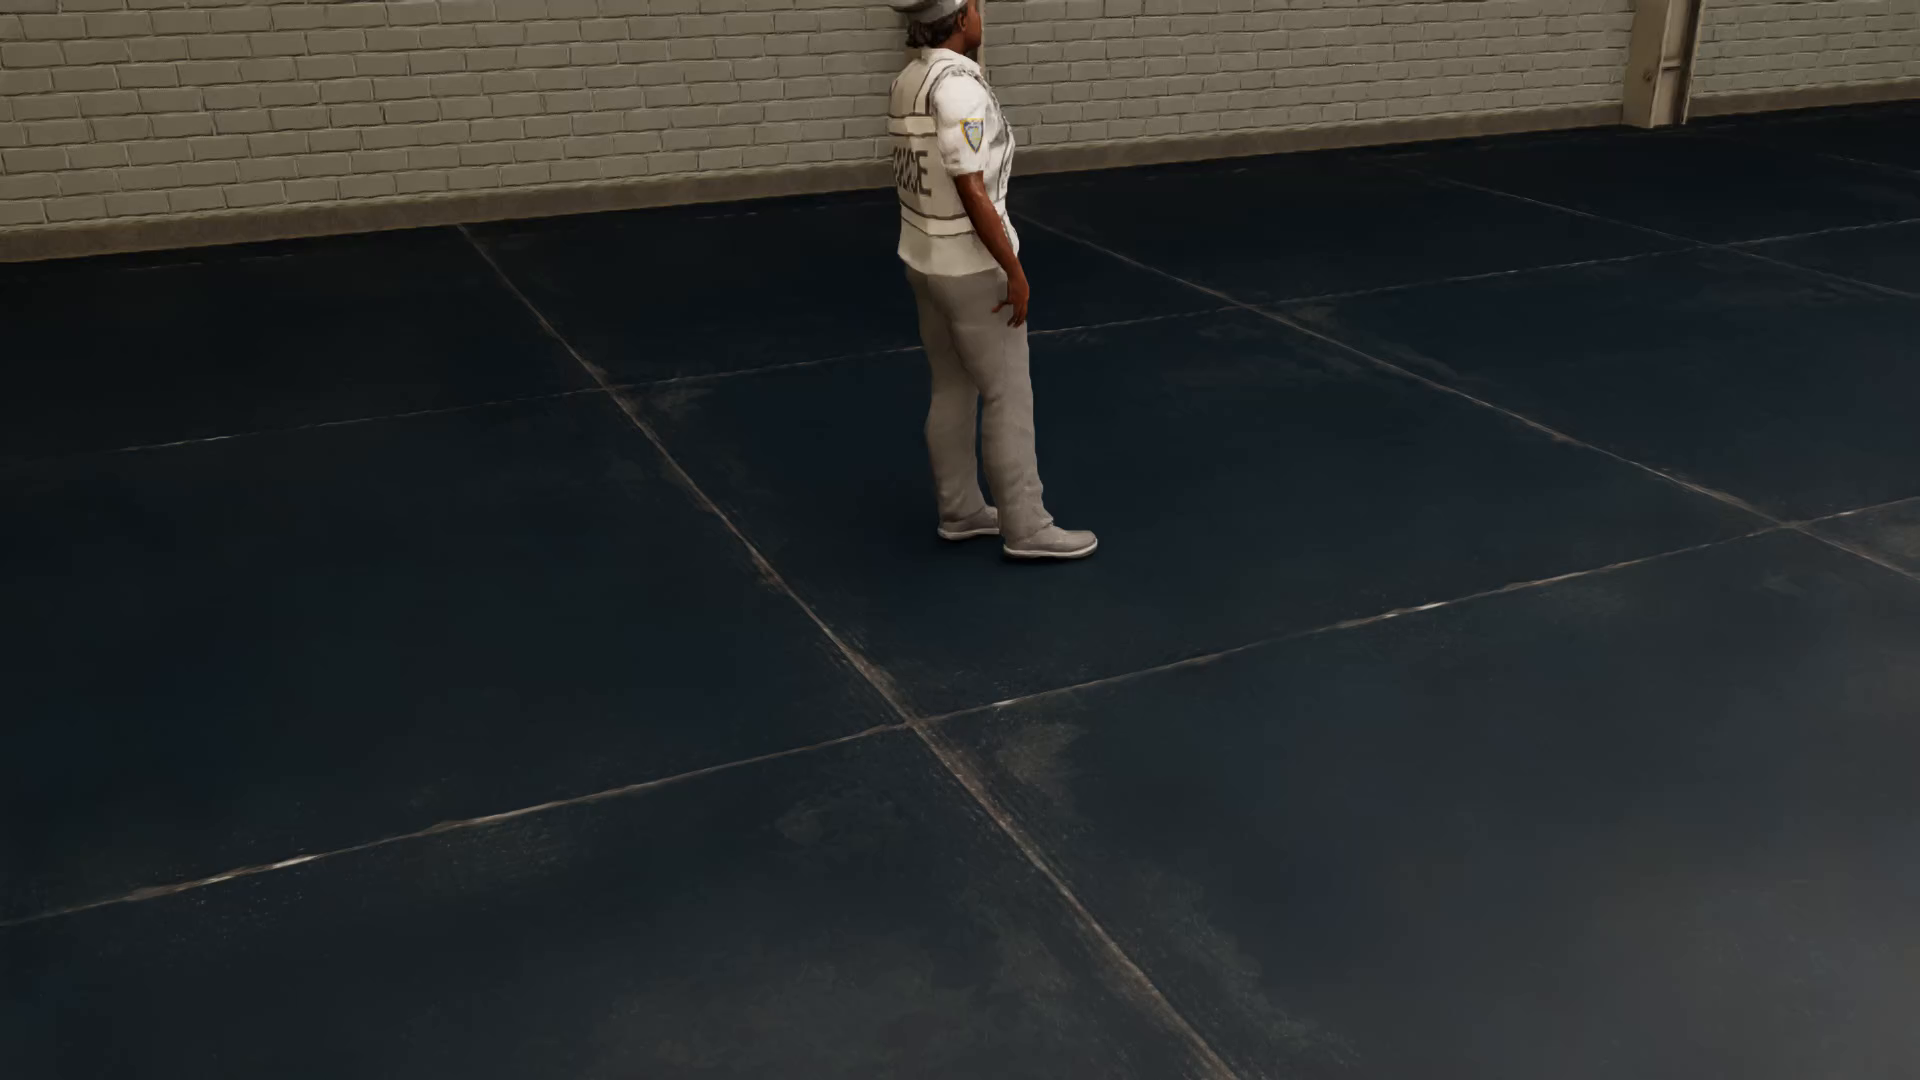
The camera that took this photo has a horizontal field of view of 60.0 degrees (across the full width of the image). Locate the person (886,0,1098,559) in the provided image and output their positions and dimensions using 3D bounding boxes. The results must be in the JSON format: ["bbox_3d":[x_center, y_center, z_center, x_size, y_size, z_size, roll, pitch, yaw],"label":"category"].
[{"bbox_3d":[0.076,-0.795,4.792,0.529,1.695,0.570,-10,25,-23],"label":"person"}]
